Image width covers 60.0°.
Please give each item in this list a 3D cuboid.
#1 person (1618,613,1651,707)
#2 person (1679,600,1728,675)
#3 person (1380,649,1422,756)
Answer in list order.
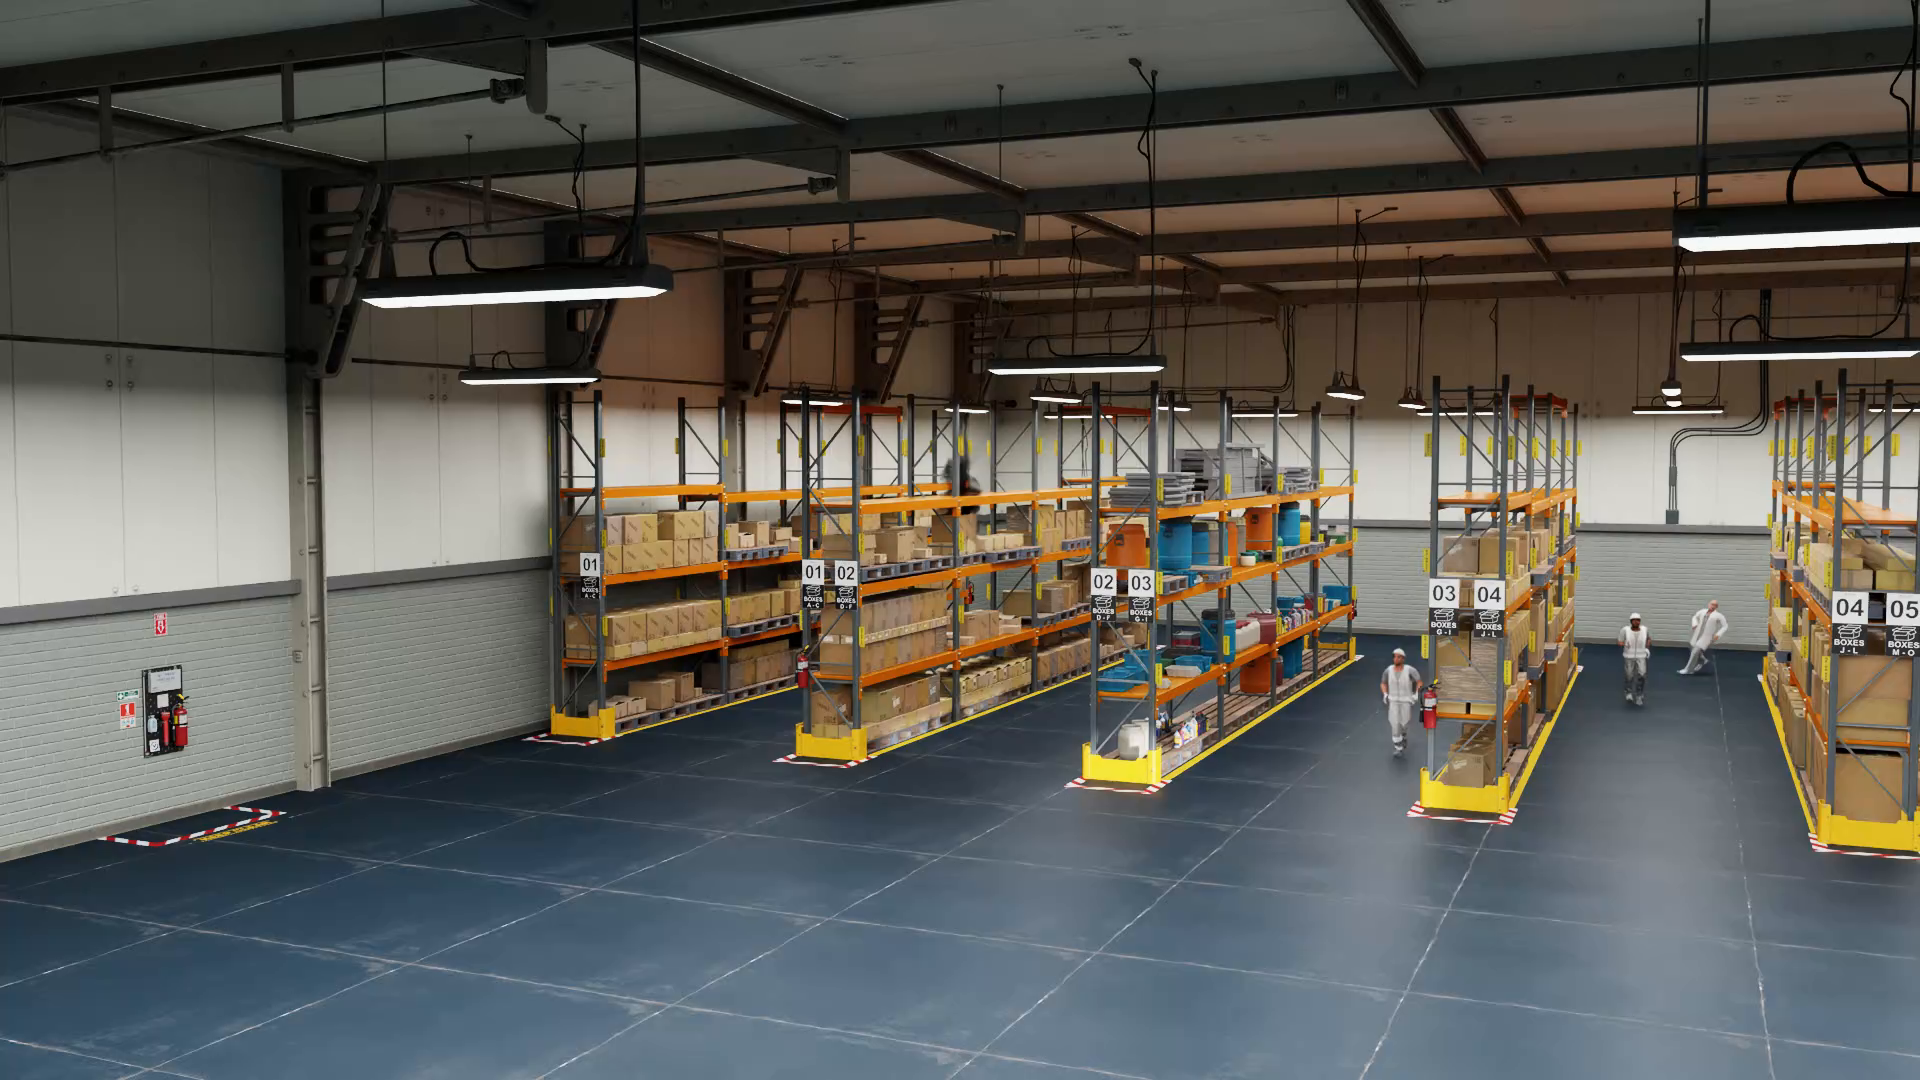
[{"bbox_3d":[13.159,2.334,32.451,0.616,1.837,0.811,1,3,18],"label":"person"},{"bbox_3d":[16.429,2.140,36.584,0.866,1.672,0.876,-2,4,-34],"label":"person"},{"bbox_3d":[7.151,2.640,27.040,0.661,1.745,0.548,2,3,25],"label":"person"}]
